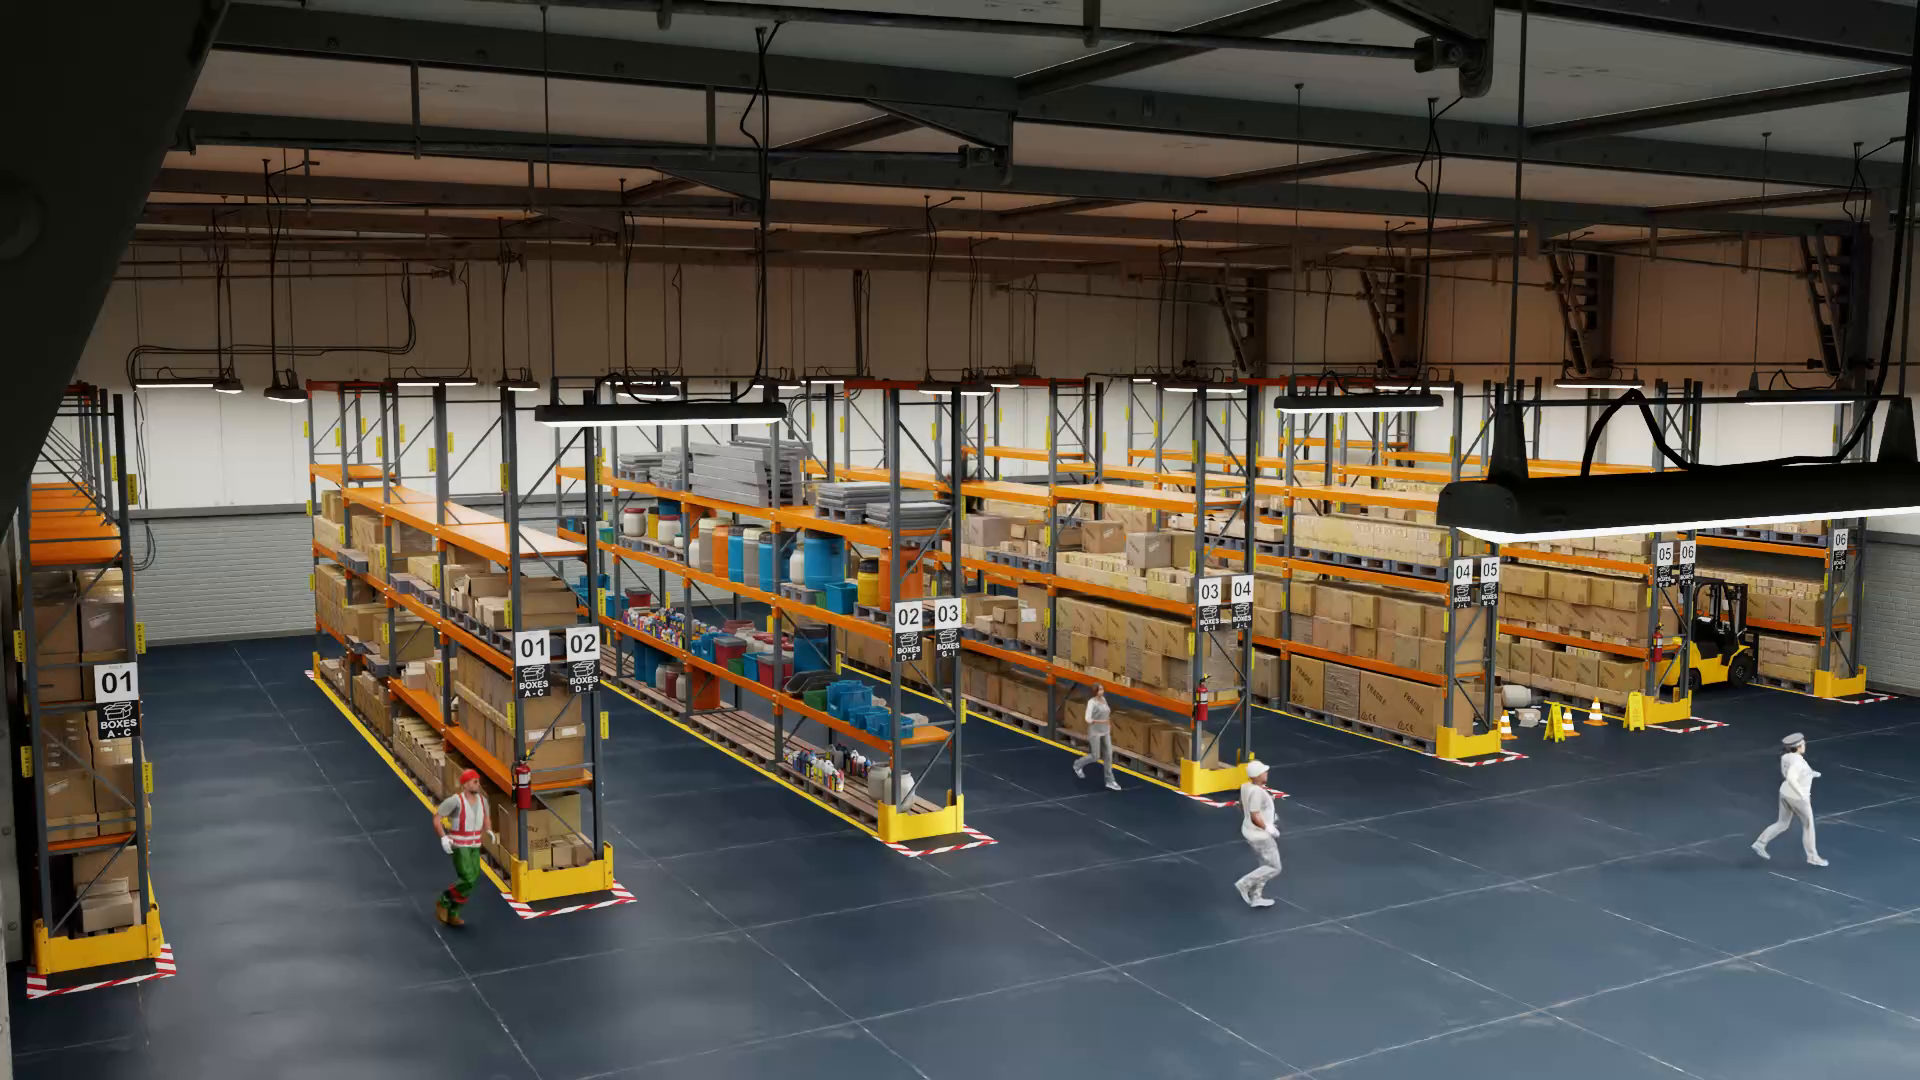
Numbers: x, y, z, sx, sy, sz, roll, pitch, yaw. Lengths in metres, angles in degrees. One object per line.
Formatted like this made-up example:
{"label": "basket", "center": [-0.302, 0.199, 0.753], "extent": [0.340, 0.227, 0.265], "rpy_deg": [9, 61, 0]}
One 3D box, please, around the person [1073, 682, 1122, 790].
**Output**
{"label": "person", "center": [2.057, 2.891, 24.749], "extent": [0.508, 1.574, 0.867], "rpy_deg": [-6, 9, -45]}

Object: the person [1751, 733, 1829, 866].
{"label": "person", "center": [10.465, 3.251, 20.846], "extent": [0.939, 1.684, 0.558], "rpy_deg": [0, 6, -4]}

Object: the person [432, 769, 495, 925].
{"label": "person", "center": [-5.557, 3.473, 18.825], "extent": [0.559, 1.736, 0.708], "rpy_deg": [3, 7, 29]}

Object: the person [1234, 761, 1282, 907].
{"label": "person", "center": [3.472, 3.416, 19.319], "extent": [0.601, 1.733, 0.679], "rpy_deg": [-1, 6, -7]}
